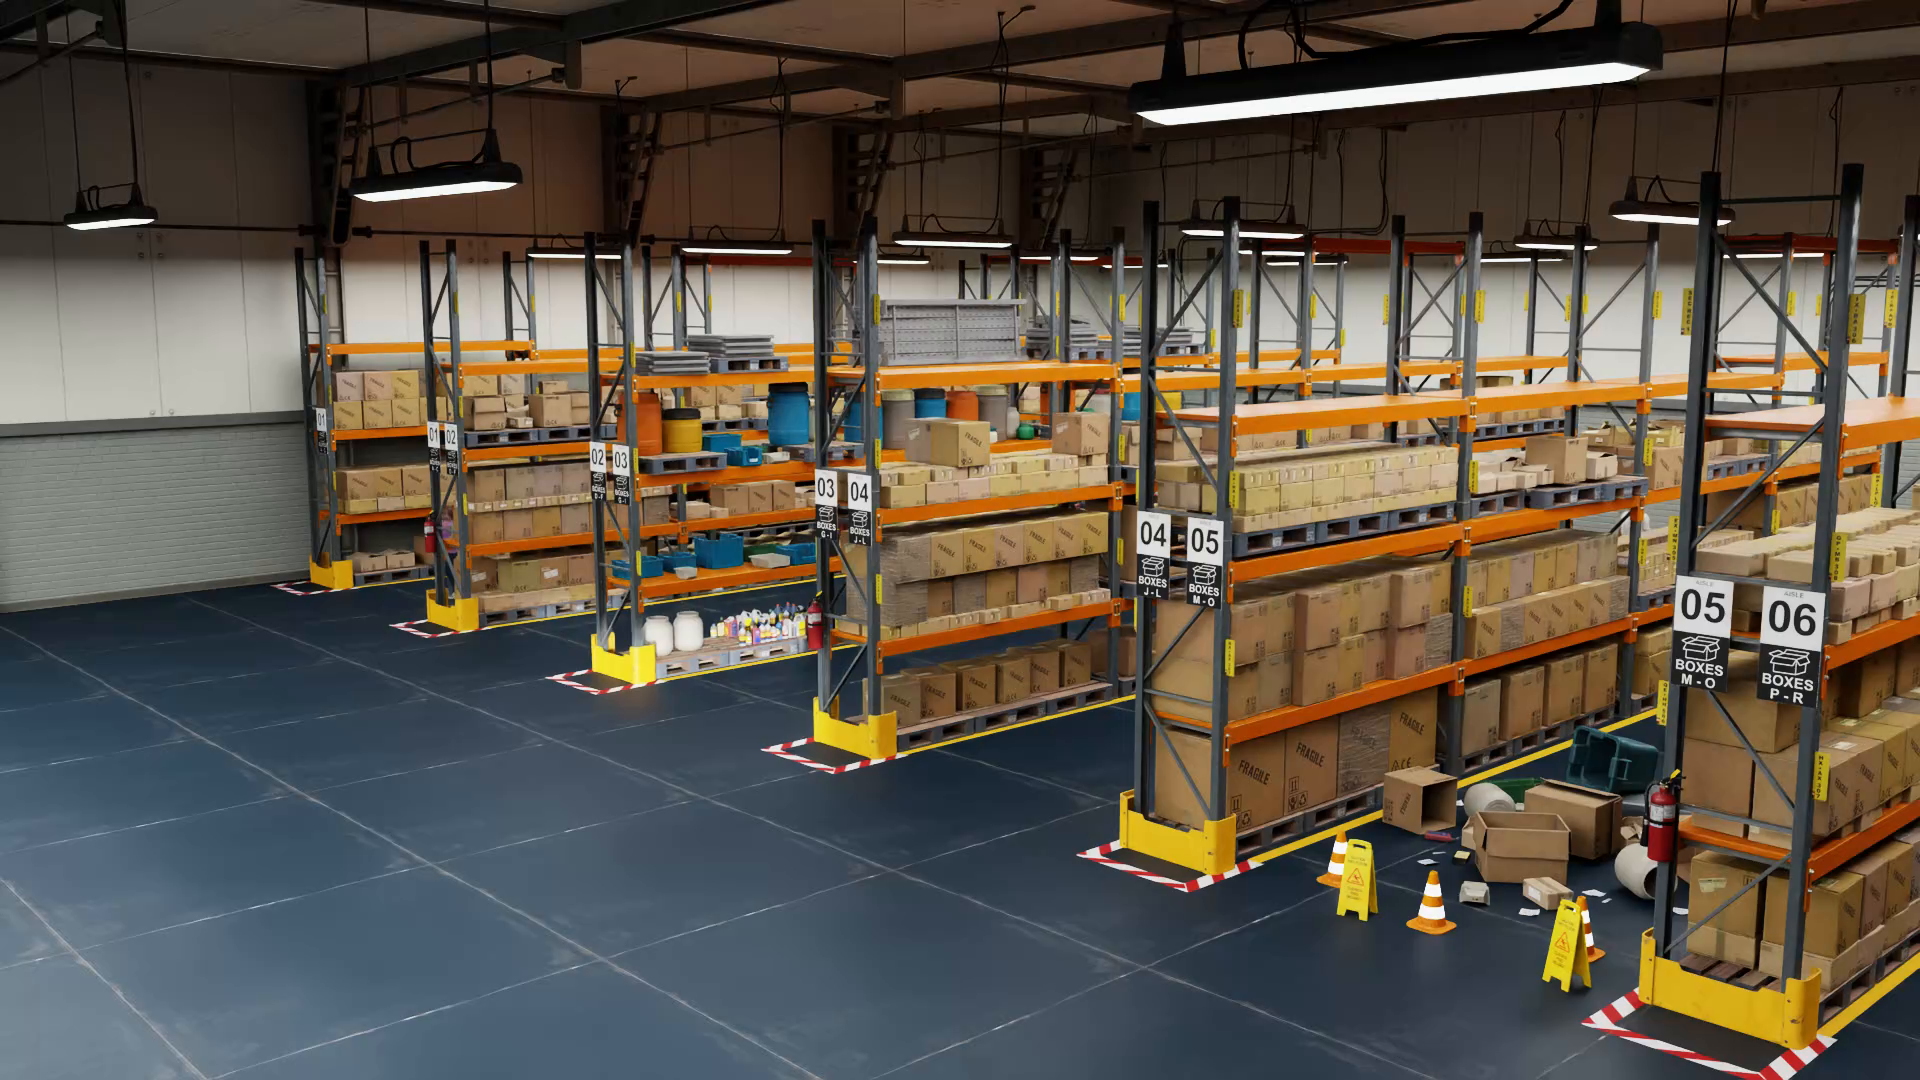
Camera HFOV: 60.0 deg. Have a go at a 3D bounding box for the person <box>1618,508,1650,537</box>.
[{"bbox_3d":[11.433,0.132,28.293,0.545,1.728,0.968,5,10,31],"label":"person"}]

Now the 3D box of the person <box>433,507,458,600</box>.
[{"bbox_3d":[-8.783,0.255,28.280,0.436,1.627,0.576,8,11,42],"label":"person"}]
